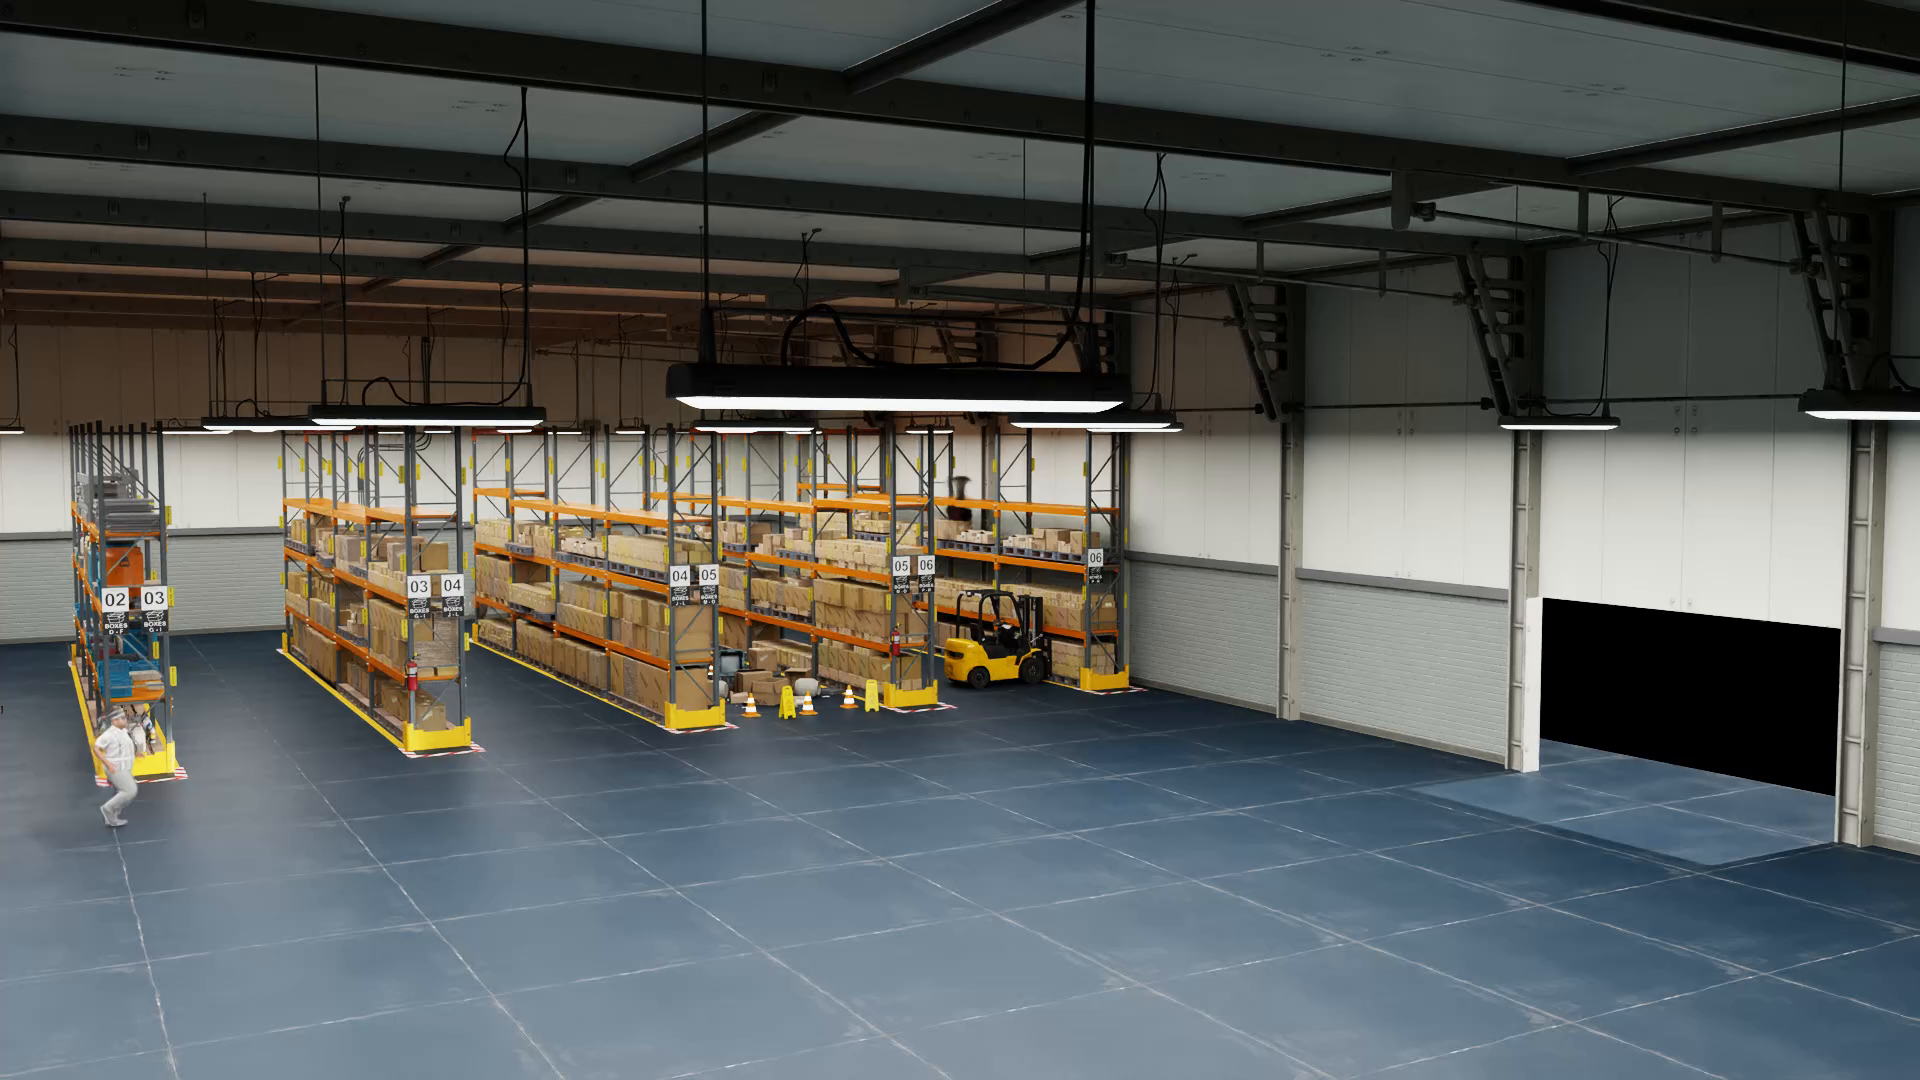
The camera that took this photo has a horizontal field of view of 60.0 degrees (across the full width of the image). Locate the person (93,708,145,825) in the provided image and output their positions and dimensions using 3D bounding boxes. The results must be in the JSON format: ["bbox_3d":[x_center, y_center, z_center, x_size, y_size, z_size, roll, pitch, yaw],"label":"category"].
[{"bbox_3d":[-12.298,3.338,24.420,0.597,1.726,0.663,0,4,-4],"label":"person"}]

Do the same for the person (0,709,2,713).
[{"bbox_3d":[-16.762,3.166,28.429,0.702,1.628,0.610,2,4,27],"label":"person"}]

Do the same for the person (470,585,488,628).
[{"bbox_3d":[-13.838,1.910,47.916,0.737,1.741,0.655,1,4,17],"label":"person"}]
